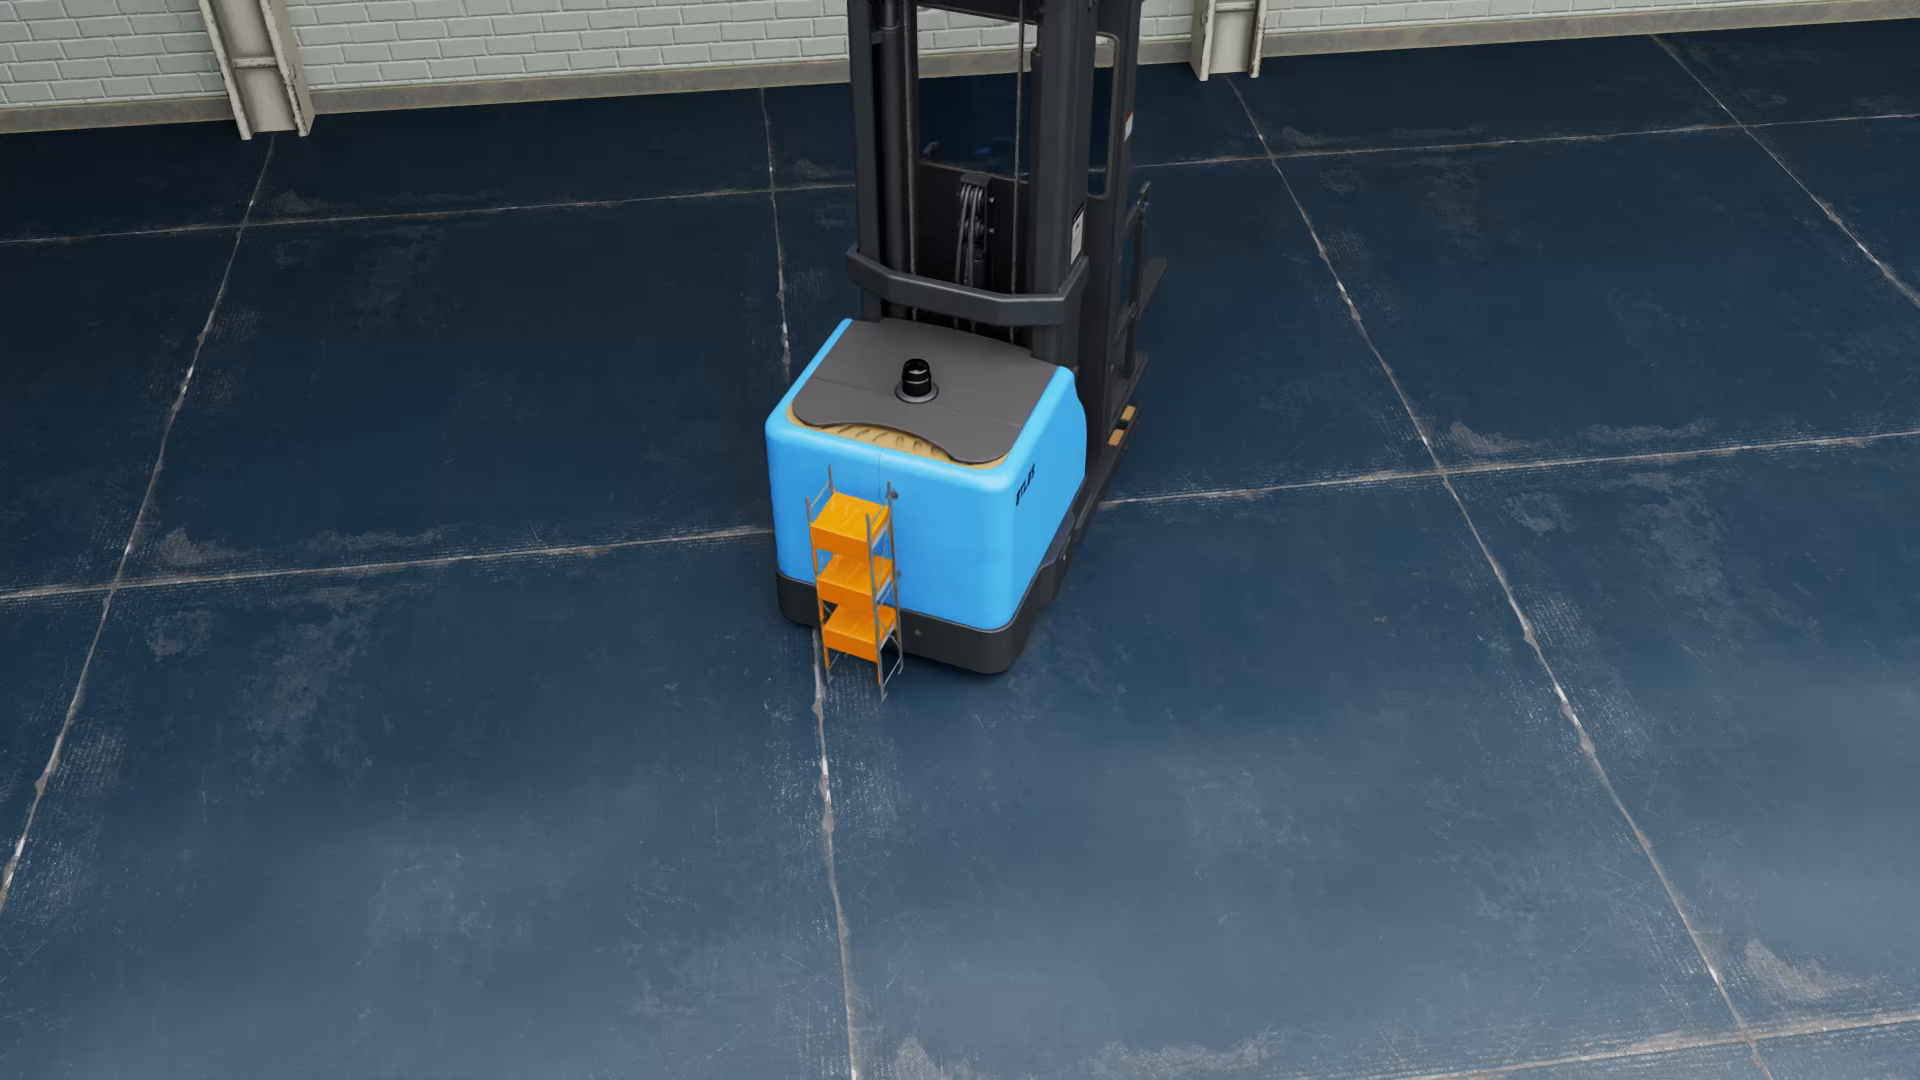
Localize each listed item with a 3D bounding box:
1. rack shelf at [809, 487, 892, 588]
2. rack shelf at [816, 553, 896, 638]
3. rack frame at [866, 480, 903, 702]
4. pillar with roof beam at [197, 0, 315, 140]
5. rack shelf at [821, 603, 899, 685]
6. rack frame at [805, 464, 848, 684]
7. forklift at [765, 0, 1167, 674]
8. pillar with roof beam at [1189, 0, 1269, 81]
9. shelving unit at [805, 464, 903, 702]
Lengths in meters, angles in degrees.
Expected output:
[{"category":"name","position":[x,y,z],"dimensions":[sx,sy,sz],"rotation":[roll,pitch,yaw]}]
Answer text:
[{"category":"rack shelf","position":[-0.405,-0.009,6.275],"dimensions":[0.240,0.259,0.215],"rotation":[16,47,17]},{"category":"rack shelf","position":[-0.399,0.193,6.475],"dimensions":[0.240,0.259,0.215],"rotation":[16,47,17]},{"category":"rack frame","position":[-0.287,0.217,6.432],"dimensions":[0.008,1.050,0.200],"rotation":[16,47,17]},{"category":"pillar with roof beam","position":[-3.666,-3.053,4.131],"dimensions":[0.400,9.000,9.100],"rotation":[-5,42,-6]},{"category":"rack shelf","position":[-0.393,0.390,6.671],"dimensions":[0.240,0.259,0.215],"rotation":[16,47,17]},{"category":"rack frame","position":[-0.511,0.153,6.503],"dimensions":[0.008,1.050,0.200],"rotation":[16,47,17]},{"category":"forklift","position":[0.233,-1.543,6.987],"dimensions":[1.130,2.935,3.031],"rotation":[14,44,15]},{"category":"pillar with roof beam","position":[2.283,-3.574,4.709],"dimensions":[0.400,9.000,9.100],"rotation":[-5,42,-6]},{"category":"shelving unit","position":[-0.399,0.185,6.468],"dimensions":[0.252,1.050,0.215],"rotation":[16,47,17]}]
